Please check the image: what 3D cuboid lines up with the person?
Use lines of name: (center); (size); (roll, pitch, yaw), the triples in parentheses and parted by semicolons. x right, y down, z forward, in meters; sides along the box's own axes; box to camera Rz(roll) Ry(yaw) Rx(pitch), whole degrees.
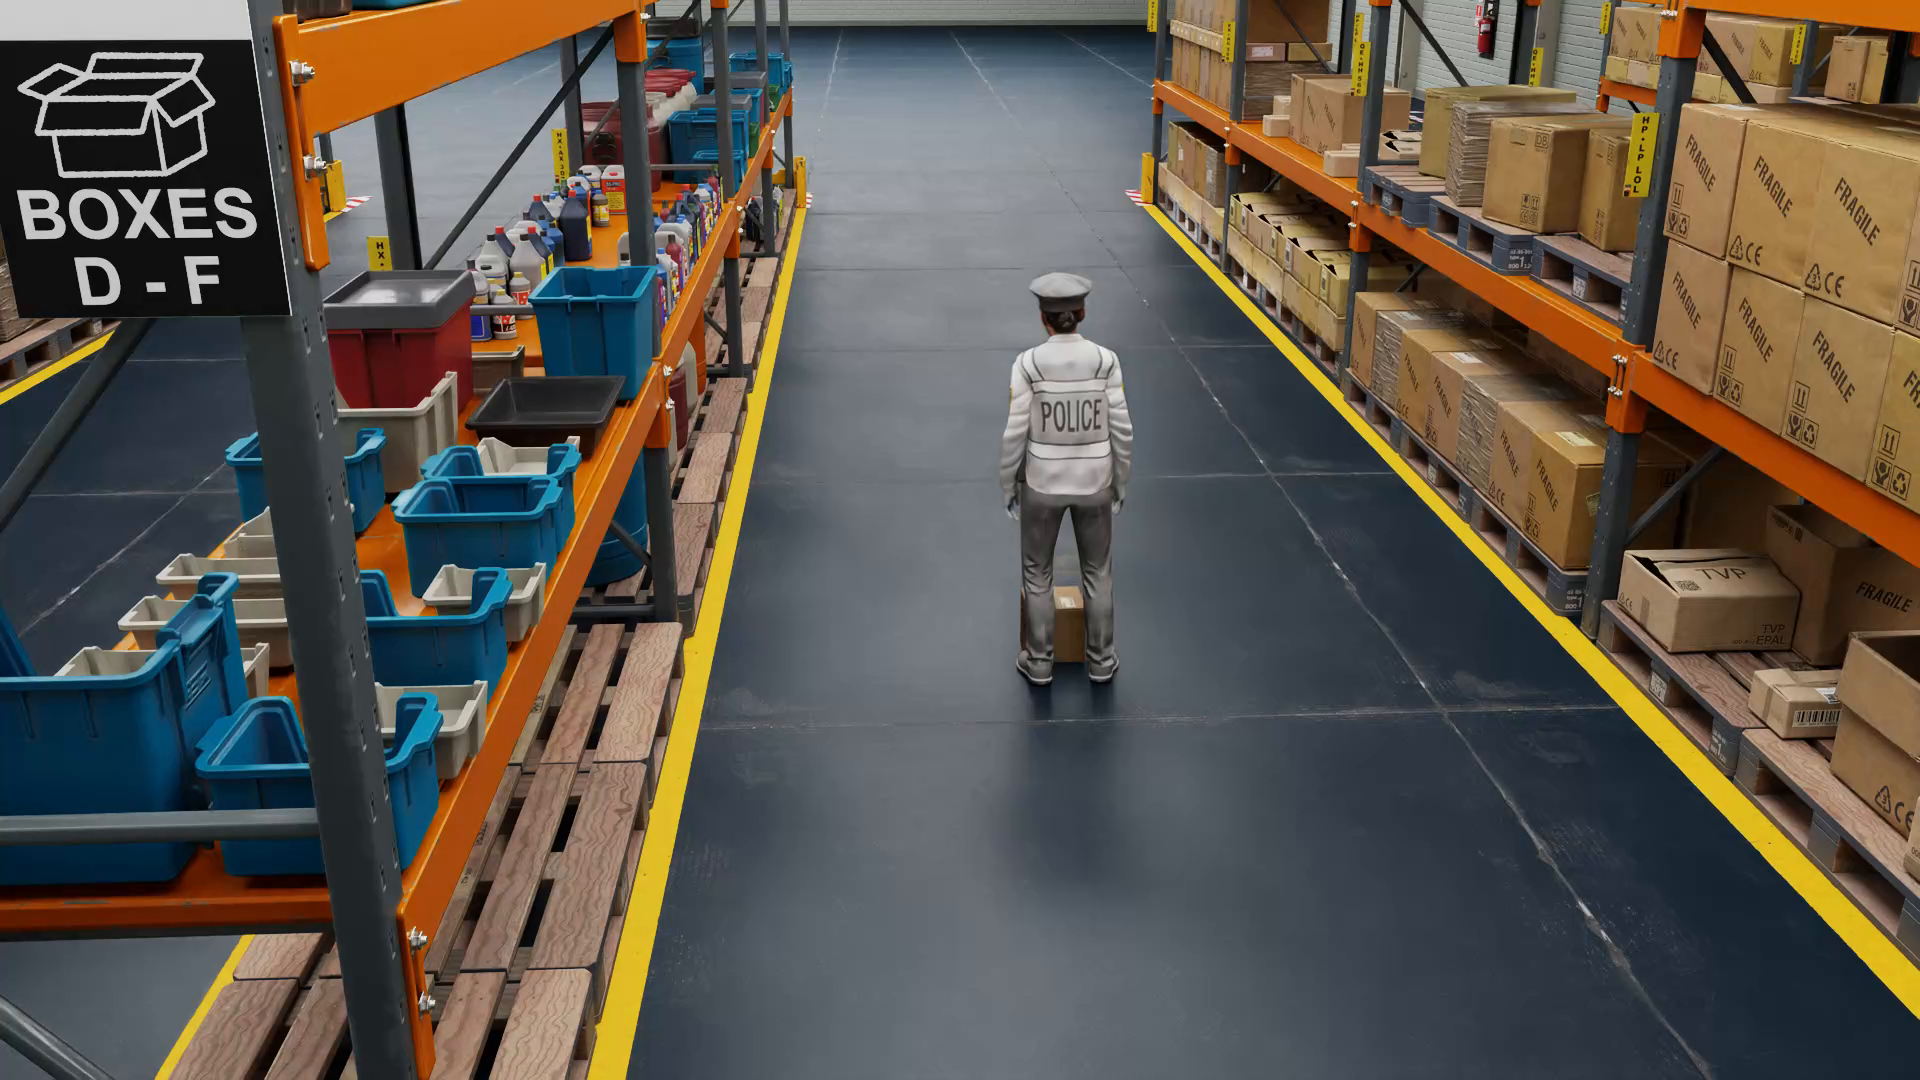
person: (0.417, -0.213, 6.644); (0.527, 1.662, 0.375); (-2, 21, -5)
